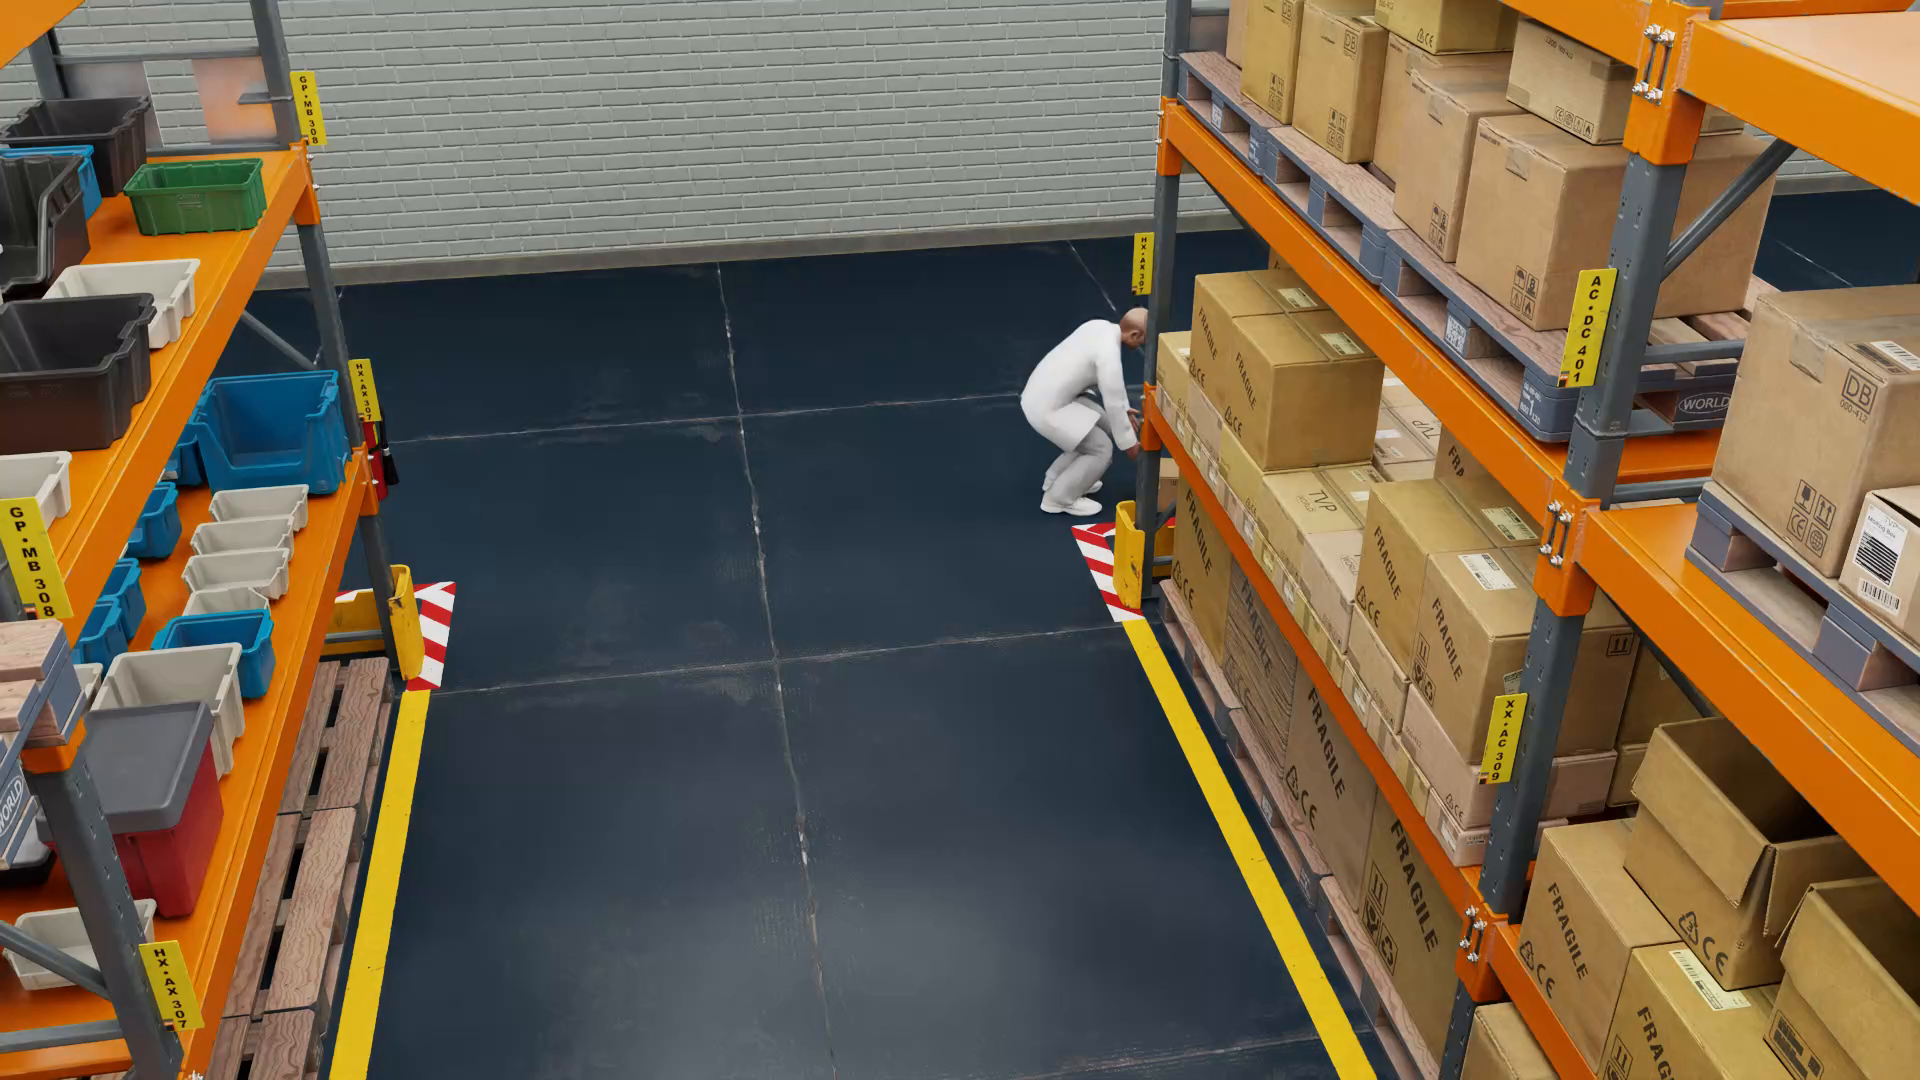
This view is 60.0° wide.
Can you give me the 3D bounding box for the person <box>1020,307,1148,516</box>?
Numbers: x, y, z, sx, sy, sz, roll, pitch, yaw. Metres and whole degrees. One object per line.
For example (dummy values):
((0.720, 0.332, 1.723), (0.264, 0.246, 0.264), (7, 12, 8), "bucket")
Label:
((0.761, -0.807, 10.044), (0.793, 1.271, 0.632), (2, 30, 3), "person")
